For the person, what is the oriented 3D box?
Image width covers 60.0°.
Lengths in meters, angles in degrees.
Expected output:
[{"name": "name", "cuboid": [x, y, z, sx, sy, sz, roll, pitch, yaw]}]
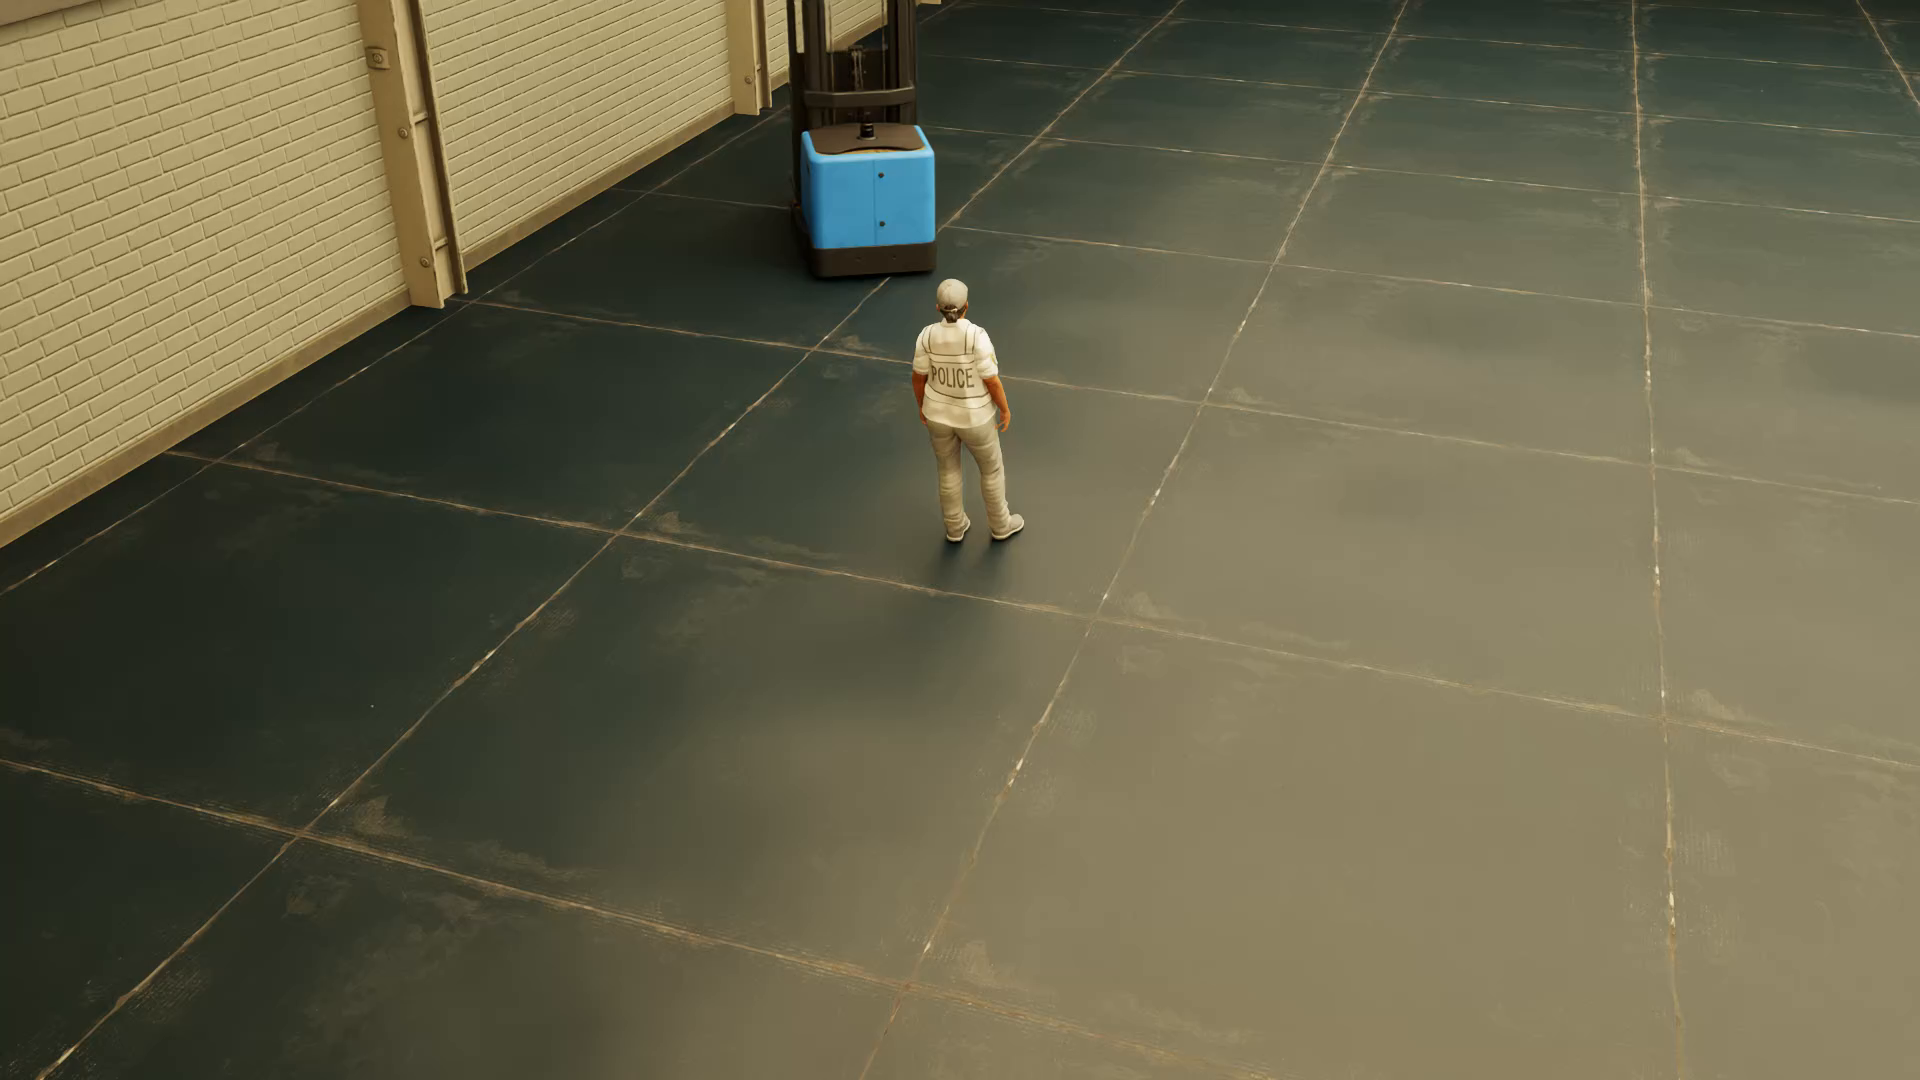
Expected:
[{"name": "person", "cuboid": [0.047, -0.762, 9.736, 0.598, 1.670, 0.529, 10, 31, 16]}]

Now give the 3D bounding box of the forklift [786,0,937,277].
[{"name": "forklift", "cuboid": [-0.957, -4.166, 14.444, 1.130, 2.935, 3.031, -5, 30, -9]}]
